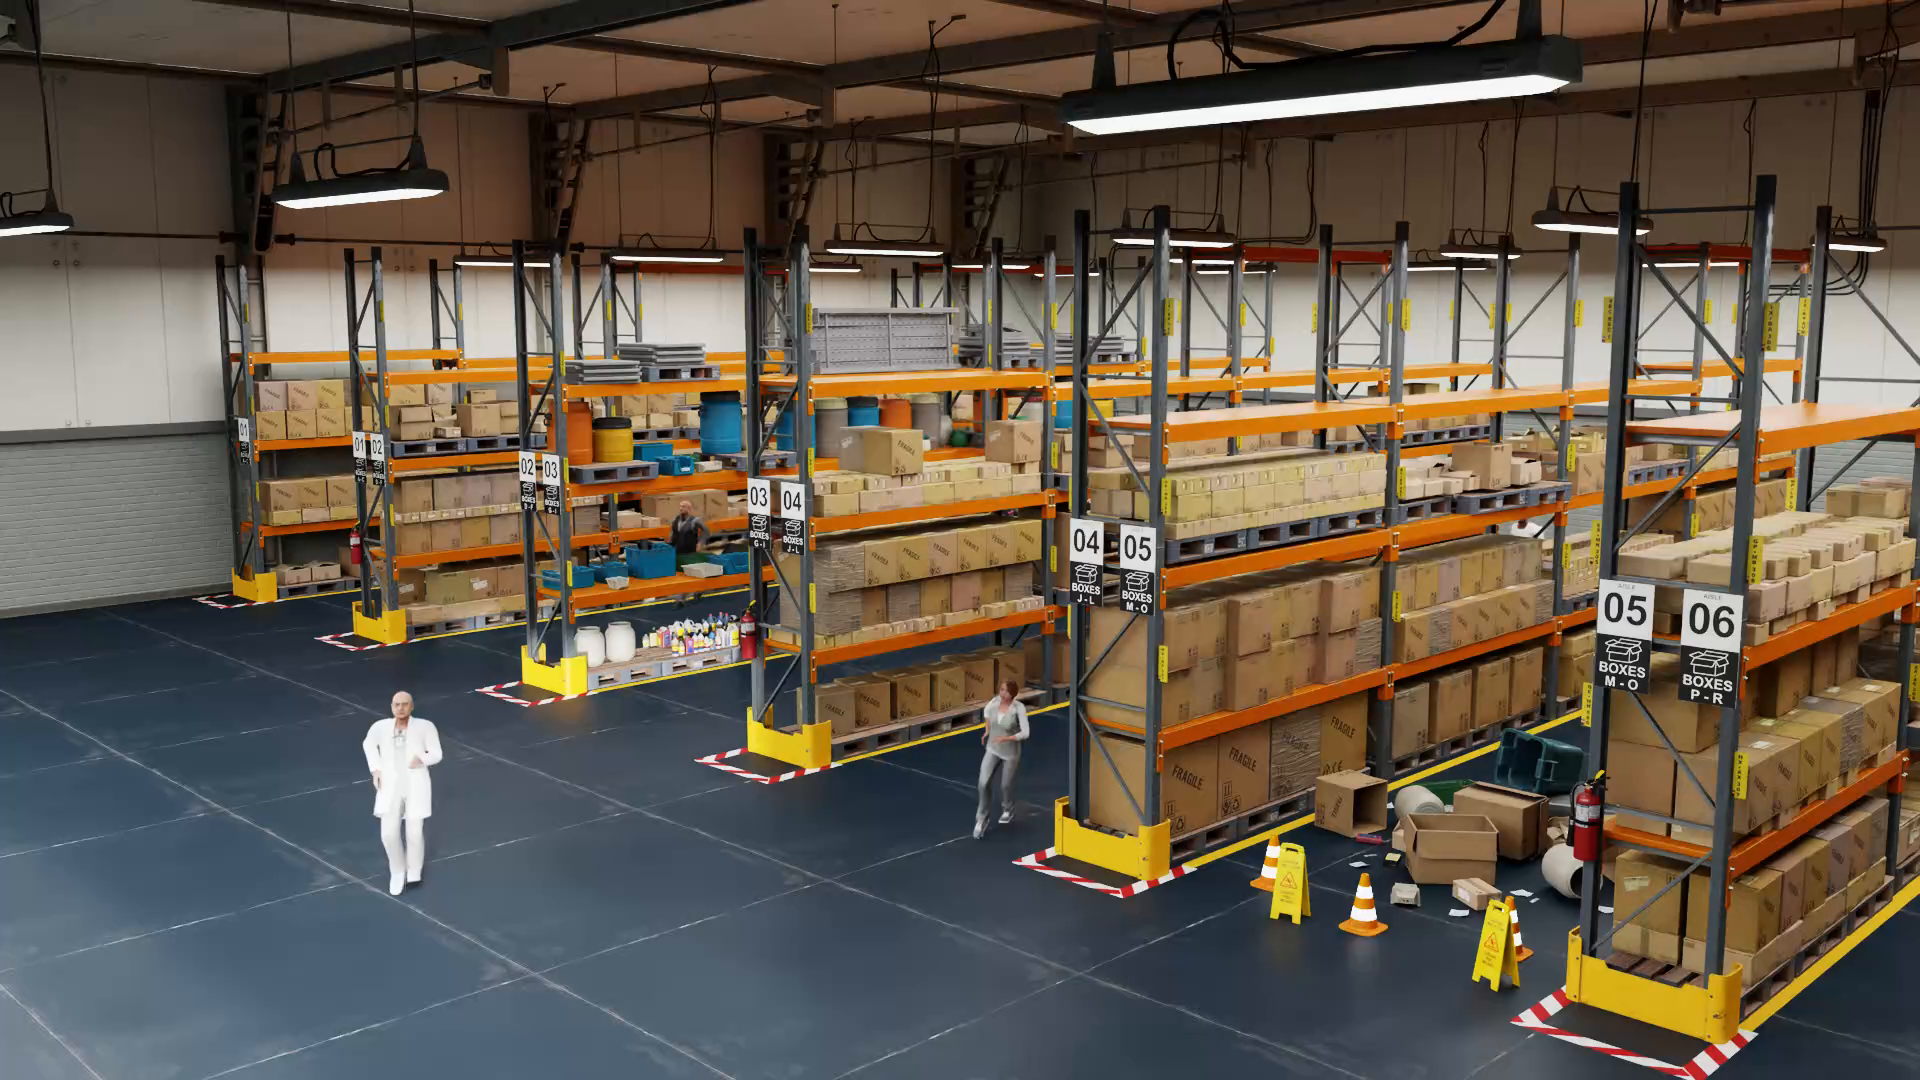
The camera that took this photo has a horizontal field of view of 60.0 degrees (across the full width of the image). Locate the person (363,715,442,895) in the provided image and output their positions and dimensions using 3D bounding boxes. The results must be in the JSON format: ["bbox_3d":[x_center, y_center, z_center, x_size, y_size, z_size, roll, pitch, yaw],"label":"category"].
[{"bbox_3d":[-4.927,2.348,14.715,0.667,1.570,0.628,-2,8,-13],"label":"person"}]

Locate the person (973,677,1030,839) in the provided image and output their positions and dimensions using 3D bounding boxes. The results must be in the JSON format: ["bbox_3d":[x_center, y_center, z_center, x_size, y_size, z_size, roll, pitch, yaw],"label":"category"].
[{"bbox_3d":[0.449,2.106,16.256,0.548,1.609,0.690,3,9,22],"label":"person"}]

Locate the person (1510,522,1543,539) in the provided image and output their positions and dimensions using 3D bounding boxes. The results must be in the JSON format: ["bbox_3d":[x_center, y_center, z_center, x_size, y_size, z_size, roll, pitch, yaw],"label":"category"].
[{"bbox_3d":[9.460,0.348,27.912,0.811,1.818,0.675,-8,11,-44],"label":"person"}]

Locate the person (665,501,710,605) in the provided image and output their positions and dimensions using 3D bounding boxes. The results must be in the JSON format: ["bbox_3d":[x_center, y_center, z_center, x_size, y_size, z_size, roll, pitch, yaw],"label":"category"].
[{"bbox_3d":[-4.395,0.188,26.784,0.663,1.651,0.761,5,9,29],"label":"person"}]
